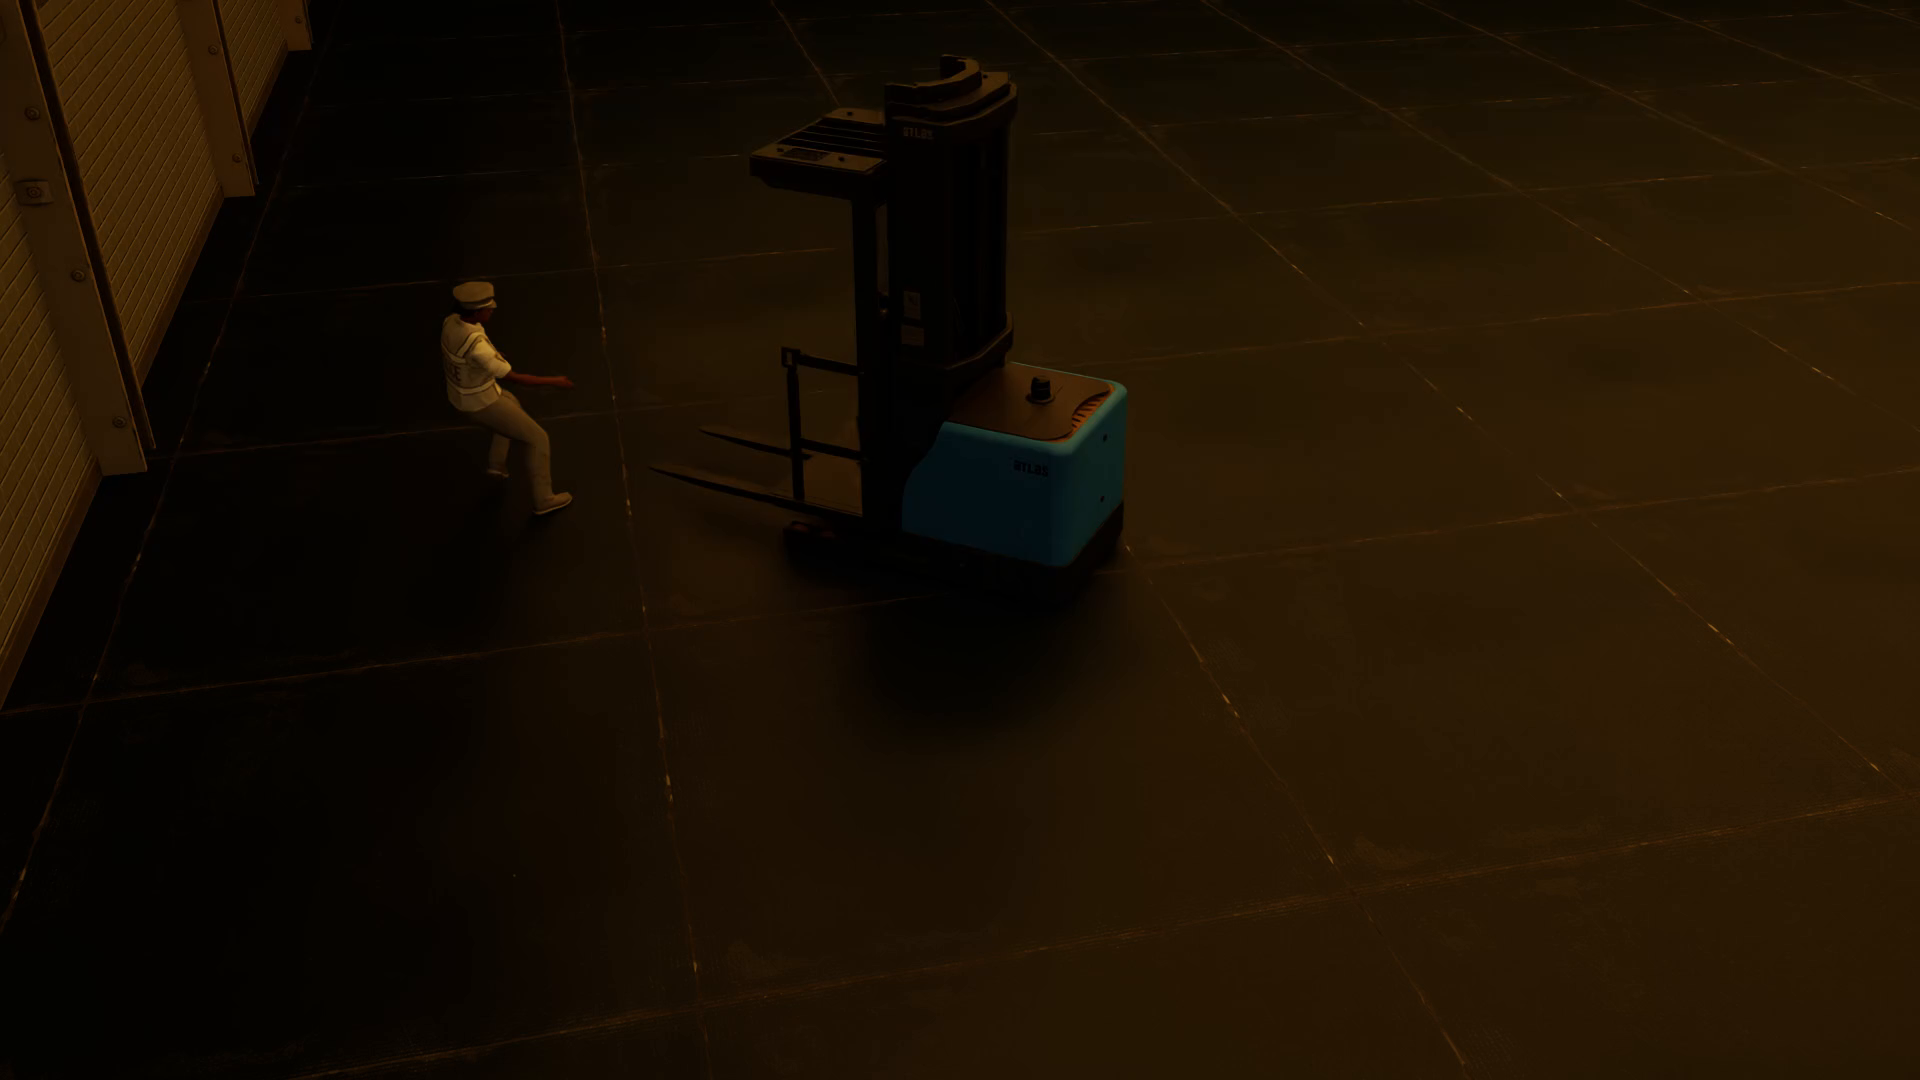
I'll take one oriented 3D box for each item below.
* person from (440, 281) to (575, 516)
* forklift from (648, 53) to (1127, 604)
[{"bbox_3d":[-2.911,-0.963,10.655,0.678,1.505,0.771,-21,36,-32],"label":"person"},{"bbox_3d":[-0.538,-1.383,9.963,3.031,2.935,1.130,13,33,22],"label":"forklift"}]
